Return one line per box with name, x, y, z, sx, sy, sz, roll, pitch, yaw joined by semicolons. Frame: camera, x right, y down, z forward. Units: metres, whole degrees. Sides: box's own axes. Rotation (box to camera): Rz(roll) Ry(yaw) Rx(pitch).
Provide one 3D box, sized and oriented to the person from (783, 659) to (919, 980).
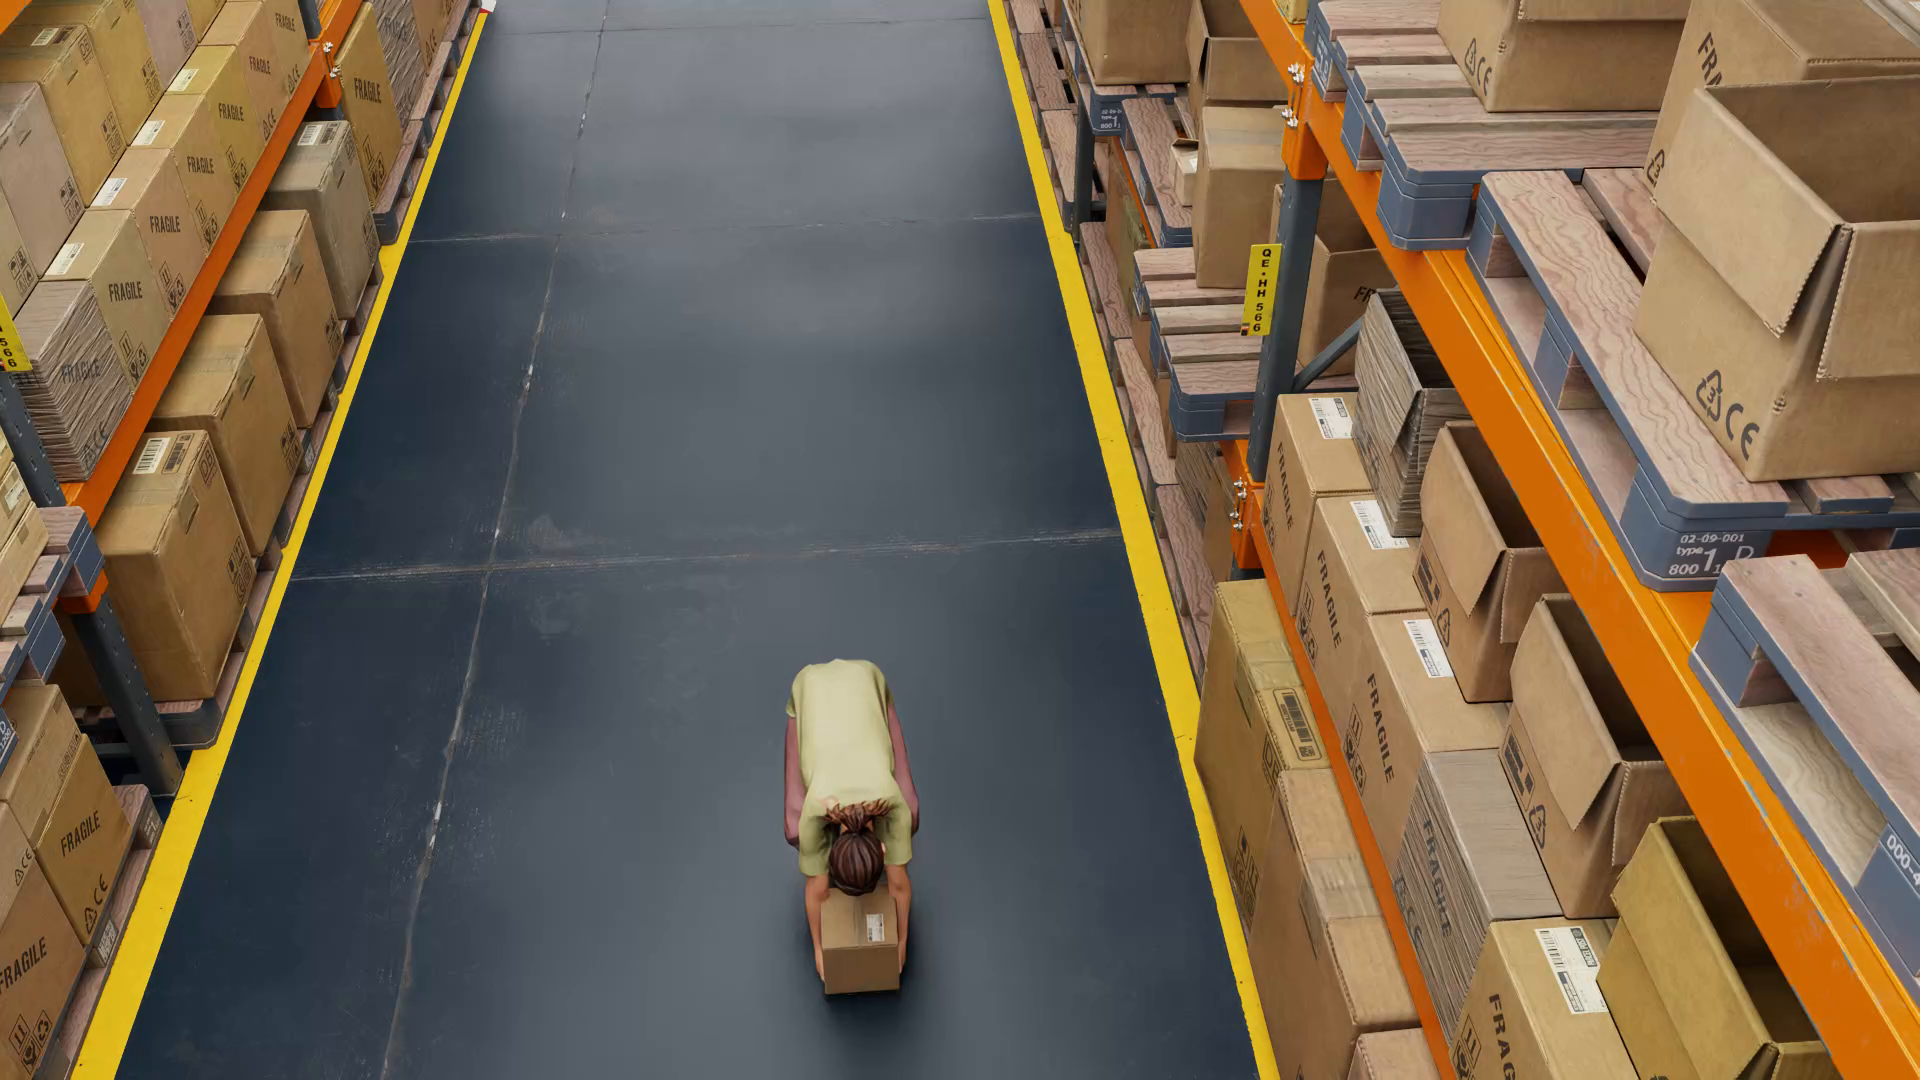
person;-0.370;0.934;5.652;0.461;0.864;0.849;-5;40;-6
